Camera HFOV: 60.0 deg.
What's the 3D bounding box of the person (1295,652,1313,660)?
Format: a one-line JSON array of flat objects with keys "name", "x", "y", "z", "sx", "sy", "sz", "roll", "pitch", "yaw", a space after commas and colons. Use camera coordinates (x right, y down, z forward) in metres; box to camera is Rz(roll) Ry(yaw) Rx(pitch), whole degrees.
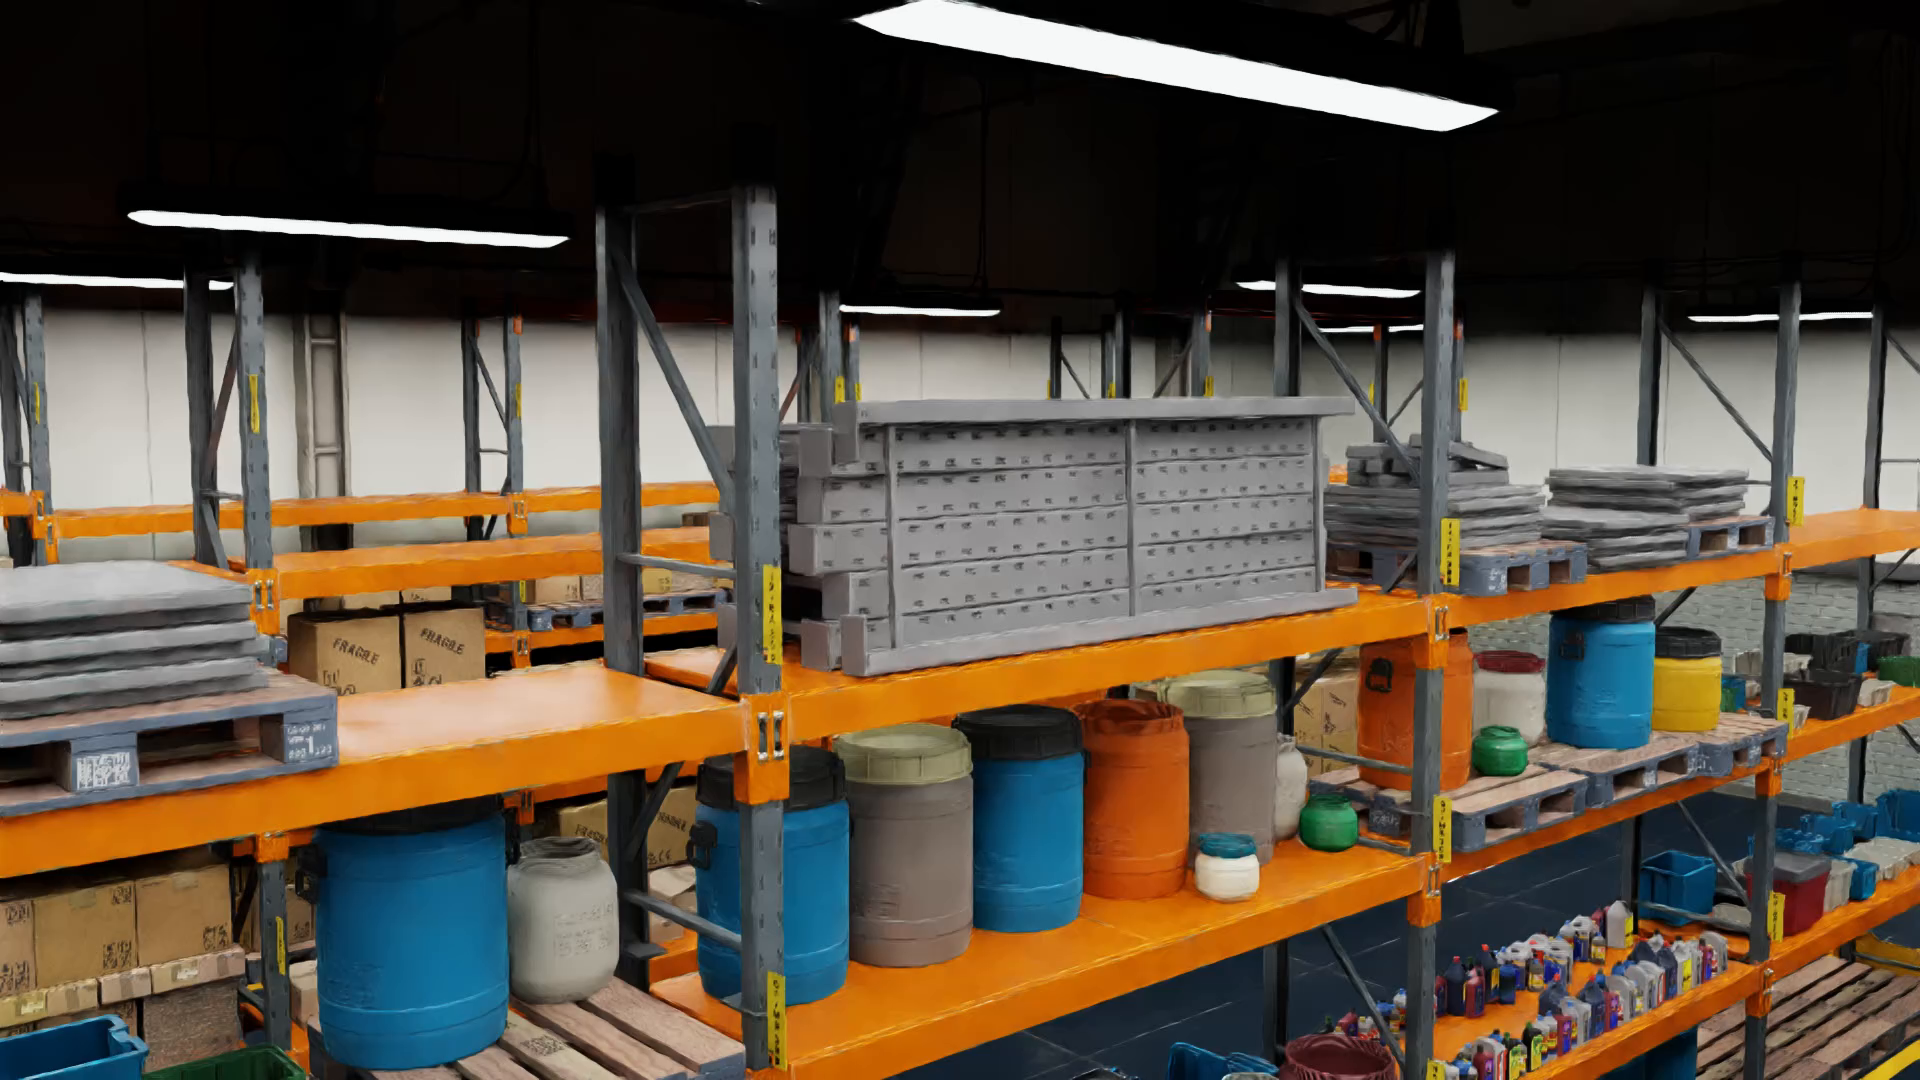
[{"name": "person", "x": 4.705, "y": 2.024, "z": 23.852, "sx": 0.729, "sy": 1.772, "sz": 0.510, "roll": 1, "pitch": 5, "yaw": 9}]
